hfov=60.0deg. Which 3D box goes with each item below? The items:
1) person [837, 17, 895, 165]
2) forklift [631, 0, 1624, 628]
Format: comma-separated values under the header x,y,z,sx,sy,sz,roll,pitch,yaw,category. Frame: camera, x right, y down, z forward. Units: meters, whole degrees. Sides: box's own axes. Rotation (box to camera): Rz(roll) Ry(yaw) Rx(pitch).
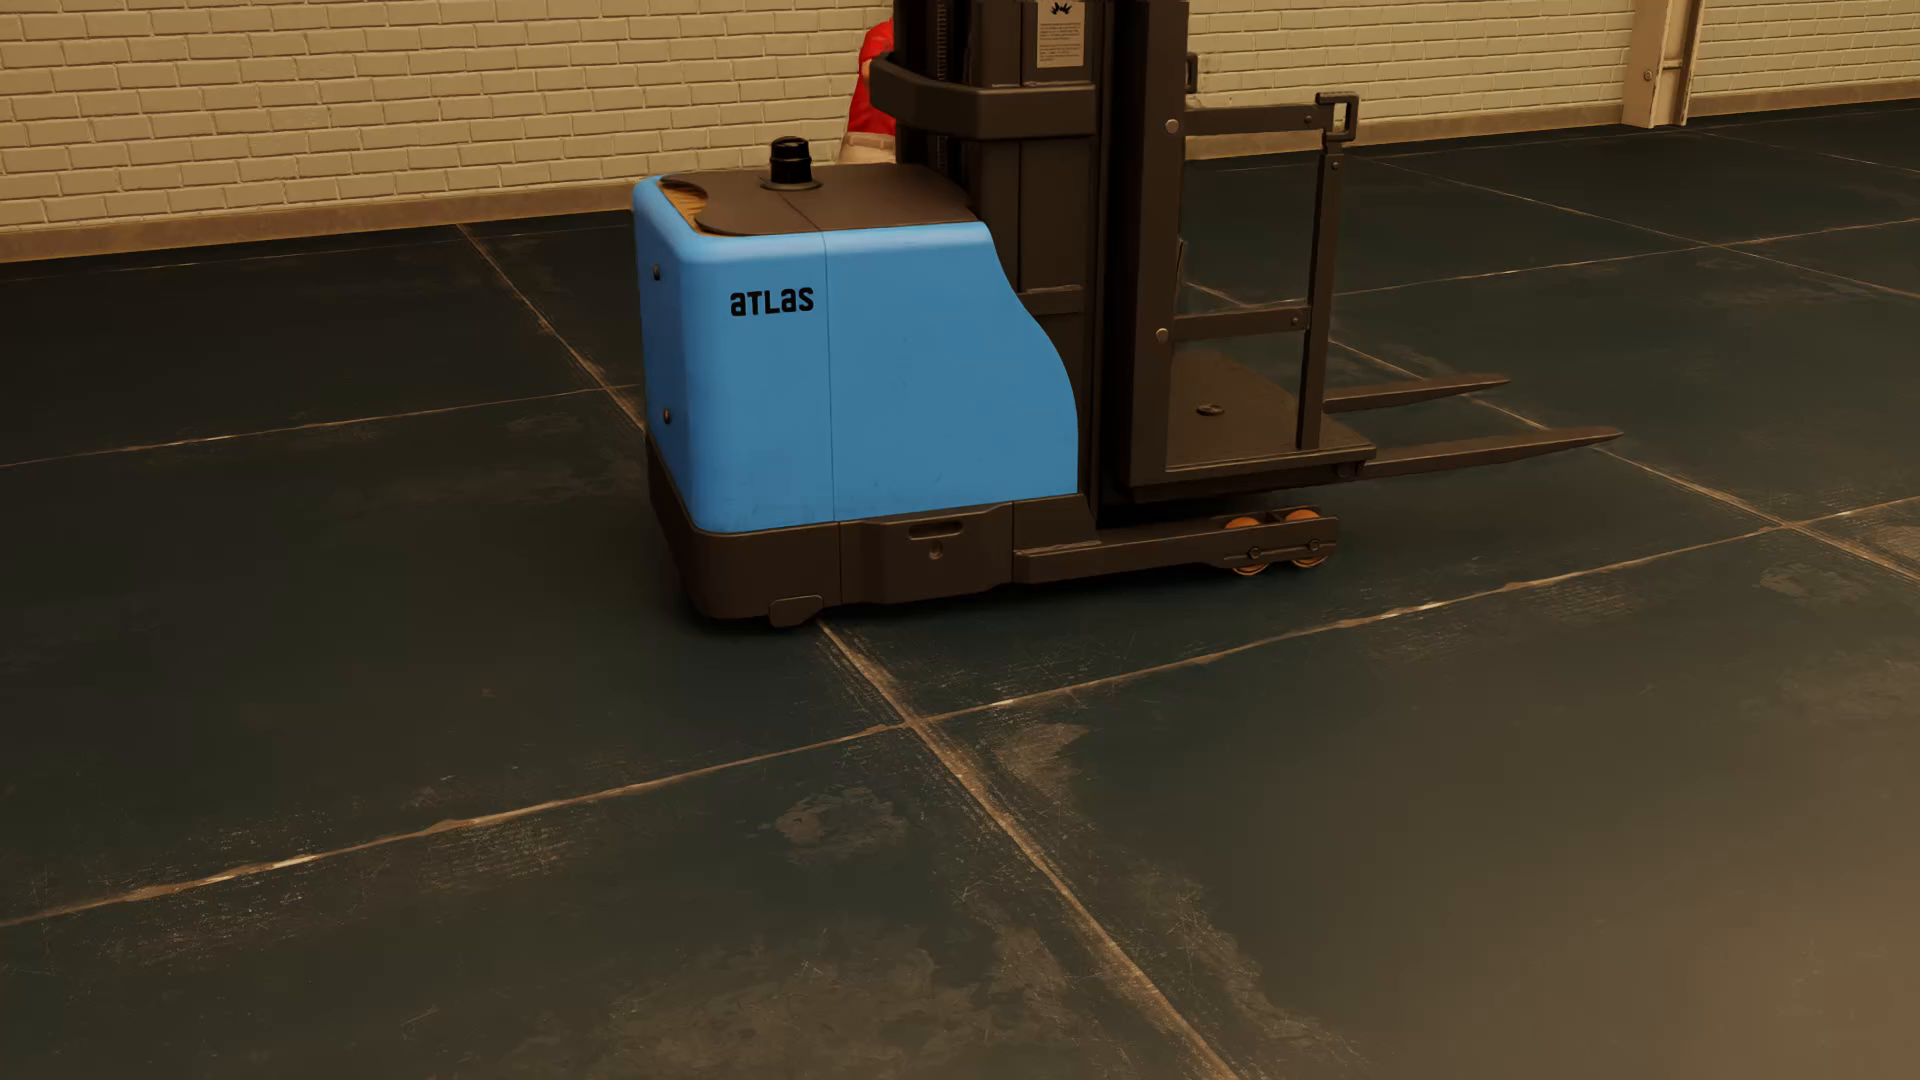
x,y,z,sx,sy,sz,roll,pitch,yaw,category
-0.199,-1.678,7.312,0.704,1.520,0.902,-3,23,-6,person
0.599,-1.435,4.742,3.031,2.935,1.130,-7,24,-16,forklift
